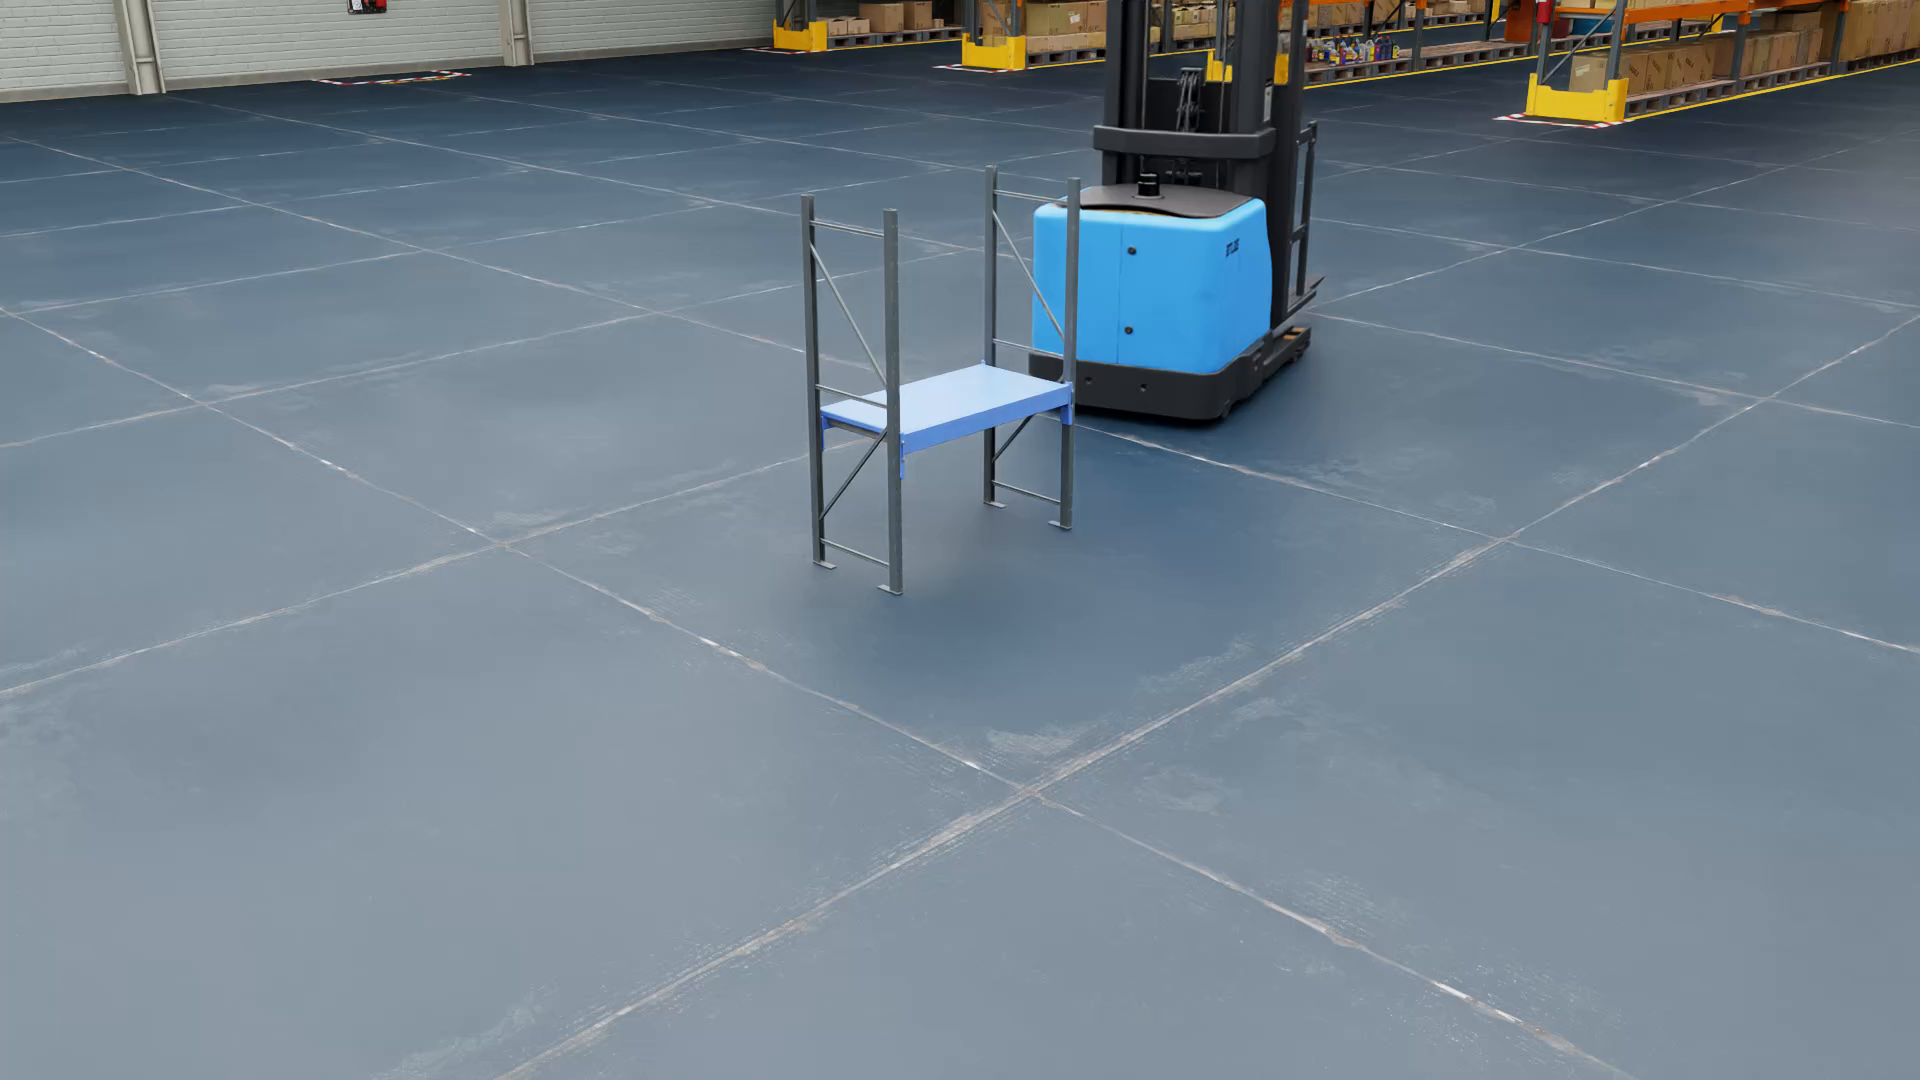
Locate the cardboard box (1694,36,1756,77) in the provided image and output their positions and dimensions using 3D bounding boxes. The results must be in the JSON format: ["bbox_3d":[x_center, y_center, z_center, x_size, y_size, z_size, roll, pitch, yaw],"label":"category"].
[{"bbox_3d":[10.893,-6.912,23.749,0.700,0.500,0.500,17,27,37],"label":"cardboard box"}]

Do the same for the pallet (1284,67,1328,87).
[{"bbox_3d":[4.700,-6.870,24.654,1.003,0.211,1.213,19,28,41],"label":"pallet"}]

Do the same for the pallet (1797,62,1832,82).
[{"bbox_3d":[12.693,-7.247,25.636,1.003,0.211,1.213,19,28,41],"label":"pallet"}]

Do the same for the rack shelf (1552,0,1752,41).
[{"bbox_3d":[9.054,-6.871,21.774,1.077,0.370,4.000,19,28,41],"label":"rack shelf"}]

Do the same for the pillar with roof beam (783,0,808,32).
[{"bbox_3d":[-0.035,-12.532,27.136,9.100,9.000,0.400,19,28,41],"label":"pillar with roof beam"}]

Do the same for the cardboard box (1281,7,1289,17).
[{"bbox_3d":[5.955,-10.208,31.917,0.500,0.311,0.500,-19,28,-41],"label":"cardboard box"}]

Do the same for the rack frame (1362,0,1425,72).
[{"bbox_3d":[6.900,-8.961,26.208,1.000,3.000,0.127,19,28,41],"label":"rack frame"}]

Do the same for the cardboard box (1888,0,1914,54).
[{"bbox_3d":[14.975,-8.583,27.599,1.225,0.875,0.875,18,27,39],"label":"cardboard box"}]

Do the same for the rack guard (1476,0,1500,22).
[{"bbox_3d":[11.672,-12.100,37.859,1.175,0.500,0.348,19,28,41],"label":"rack guard"}]

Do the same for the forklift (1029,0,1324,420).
[{"bbox_3d":[1.452,-2.470,9.416,1.130,2.935,3.031,10,23,24],"label":"forklift"}]

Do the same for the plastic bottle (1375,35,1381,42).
[{"bbox_3d":[6.554,-7.728,26.080,0.144,0.351,0.185,19,28,41],"label":"plastic bottle"}]

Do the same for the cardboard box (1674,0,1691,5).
[{"bbox_3d":[9.144,-6.951,21.328,0.380,0.149,0.250,19,28,41],"label":"cardboard box"}]

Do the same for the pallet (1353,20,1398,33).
[{"bbox_3d":[8.394,-10.738,34.718,1.003,0.211,1.213,19,28,41],"label":"pallet"}]

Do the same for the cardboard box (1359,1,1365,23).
[{"bbox_3d":[8.095,-10.844,33.979,0.500,0.500,0.500,20,29,41],"label":"cardboard box"}]

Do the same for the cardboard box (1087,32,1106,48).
[{"bbox_3d":[2.144,-8.553,28.394,0.500,0.250,0.500,19,28,41],"label":"cardboard box"}]

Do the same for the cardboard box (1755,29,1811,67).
[{"bbox_3d":[12.408,-7.465,25.187,0.700,0.500,0.500,16,26,36],"label":"cardboard box"}]

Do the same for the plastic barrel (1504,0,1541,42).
[{"bbox_3d":[10.020,-9.302,29.535,0.600,0.830,0.708,19,28,41],"label":"plastic barrel"}]

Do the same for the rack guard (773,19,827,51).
[{"bbox_3d":[-2.935,-9.265,30.483,1.175,0.500,0.348,19,28,41],"label":"rack guard"}]

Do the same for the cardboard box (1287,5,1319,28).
[{"bbox_3d":[6.666,-10.314,32.599,0.500,0.500,0.500,-19,28,-40],"label":"cardboard box"}]

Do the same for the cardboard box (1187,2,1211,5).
[{"bbox_3d":[4.492,-9.943,31.229,0.500,0.311,0.500,19,28,40],"label":"cardboard box"}]

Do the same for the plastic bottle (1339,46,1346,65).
[{"bbox_3d":[5.769,-7.312,25.090,0.133,0.283,0.061,-20,28,-41],"label":"plastic bottle"}]

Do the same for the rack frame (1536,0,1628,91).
[{"bbox_3d":[7.658,-6.693,20.307,1.000,3.000,0.127,19,28,41],"label":"rack frame"}]

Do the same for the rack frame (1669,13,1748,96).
[{"bbox_3d":[10.449,-7.721,22.983,1.000,3.000,0.127,19,28,41],"label":"rack frame"}]

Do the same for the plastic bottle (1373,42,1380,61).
[{"bbox_3d":[6.440,-7.559,25.733,0.133,0.283,0.061,-18,27,-39],"label":"plastic bottle"}]

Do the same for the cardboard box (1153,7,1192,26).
[{"bbox_3d":[3.821,-9.420,29.867,0.500,0.311,0.500,19,28,41],"label":"cardboard box"}]

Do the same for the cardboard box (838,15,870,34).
[{"bbox_3d":[-2.044,-9.665,31.173,0.500,0.311,0.500,-17,27,-38],"label":"cardboard box"}]

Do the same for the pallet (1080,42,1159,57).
[{"bbox_3d":[2.769,-8.706,29.431,1.003,0.211,1.213,19,28,41],"label":"pallet"}]

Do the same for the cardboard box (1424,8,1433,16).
[{"bbox_3d":[9.979,-11.420,35.940,0.380,0.166,0.250,19,28,41],"label":"cardboard box"}]

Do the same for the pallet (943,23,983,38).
[{"bbox_3d":[0.344,-10.339,33.681,1.003,0.211,1.213,19,28,41],"label":"pallet"}]

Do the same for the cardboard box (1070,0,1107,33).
[{"bbox_3d":[2.145,-8.903,28.259,0.500,0.500,0.500,19,28,41],"label":"cardboard box"}]

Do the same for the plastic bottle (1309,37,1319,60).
[{"bbox_3d":[5.482,-7.621,25.799,0.185,0.351,0.144,-19,28,-40],"label":"plastic bottle"}]

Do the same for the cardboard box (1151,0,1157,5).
[{"bbox_3d":[3.815,-12.041,36.632,0.750,0.750,0.750,19,28,40],"label":"cardboard box"}]

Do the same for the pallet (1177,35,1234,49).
[{"bbox_3d":[4.691,-9.414,31.274,1.003,0.211,1.213,19,28,41],"label":"pallet"}]

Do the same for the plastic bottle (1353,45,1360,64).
[{"bbox_3d":[6.048,-7.419,25.384,0.097,0.271,0.097,0,21,0],"label":"plastic bottle"}]

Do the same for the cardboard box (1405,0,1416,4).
[{"bbox_3d":[9.652,-11.619,36.257,0.500,0.311,0.500,19,28,41],"label":"cardboard box"}]

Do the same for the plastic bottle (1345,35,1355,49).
[{"bbox_3d":[6.143,-7.790,26.241,0.144,0.351,0.185,19,28,41],"label":"plastic bottle"}]

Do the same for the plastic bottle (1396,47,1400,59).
[{"bbox_3d":[6.870,-7.689,26.185,0.097,0.201,0.097,0,21,0],"label":"plastic bottle"}]

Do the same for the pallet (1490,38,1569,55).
[{"bbox_3d":[10.211,-8.901,29.938,1.003,0.211,1.213,19,28,41],"label":"pallet"}]

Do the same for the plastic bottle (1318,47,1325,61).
[{"bbox_3d":[5.599,-7.532,25.777,0.097,0.201,0.097,0,21,0],"label":"plastic bottle"}]

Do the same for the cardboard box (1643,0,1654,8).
[{"bbox_3d":[8.401,-6.709,20.700,0.380,0.149,0.250,19,28,41],"label":"cardboard box"}]

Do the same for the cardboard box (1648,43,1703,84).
[{"bbox_3d":[9.747,-6.509,22.726,0.500,0.500,0.500,-11,23,-25],"label":"cardboard box"}]

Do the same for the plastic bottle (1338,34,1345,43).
[{"bbox_3d":[6.040,-7.826,26.334,0.185,0.351,0.144,-19,28,-41],"label":"plastic bottle"}]

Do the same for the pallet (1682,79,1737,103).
[{"bbox_3d":[10.006,-6.238,23.011,1.003,0.211,1.213,19,28,41],"label":"pallet"}]

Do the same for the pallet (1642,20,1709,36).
[{"bbox_3d":[14.668,-10.542,34.207,1.003,0.211,1.213,19,28,41],"label":"pallet"}]

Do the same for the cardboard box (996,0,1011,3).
[{"bbox_3d":[0.628,-10.818,33.910,0.700,0.500,0.500,19,28,40],"label":"cardboard box"}]

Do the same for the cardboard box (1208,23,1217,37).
[{"bbox_3d":[4.530,-9.421,30.651,0.500,0.250,0.500,18,28,39],"label":"cardboard box"}]

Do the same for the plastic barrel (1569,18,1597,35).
[{"bbox_3d":[11.595,-9.916,31.033,0.600,0.901,0.708,19,28,41],"label":"plastic barrel"}]

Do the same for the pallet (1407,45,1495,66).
[{"bbox_3d":[8.271,-8.186,28.078,1.003,0.211,1.213,19,28,41],"label":"pallet"}]

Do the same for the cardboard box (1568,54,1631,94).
[{"bbox_3d":[8.106,-5.879,21.087,0.500,0.500,0.500,-14,25,-32],"label":"cardboard box"}]

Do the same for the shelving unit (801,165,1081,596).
[{"bbox_3d":[-0.059,-0.678,6.748,0.538,1.500,1.048,19,28,41],"label":"shelving unit"}]

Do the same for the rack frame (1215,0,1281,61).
[{"bbox_3d":[4.110,-7.933,23.533,1.000,3.000,0.127,19,28,41],"label":"rack frame"}]
